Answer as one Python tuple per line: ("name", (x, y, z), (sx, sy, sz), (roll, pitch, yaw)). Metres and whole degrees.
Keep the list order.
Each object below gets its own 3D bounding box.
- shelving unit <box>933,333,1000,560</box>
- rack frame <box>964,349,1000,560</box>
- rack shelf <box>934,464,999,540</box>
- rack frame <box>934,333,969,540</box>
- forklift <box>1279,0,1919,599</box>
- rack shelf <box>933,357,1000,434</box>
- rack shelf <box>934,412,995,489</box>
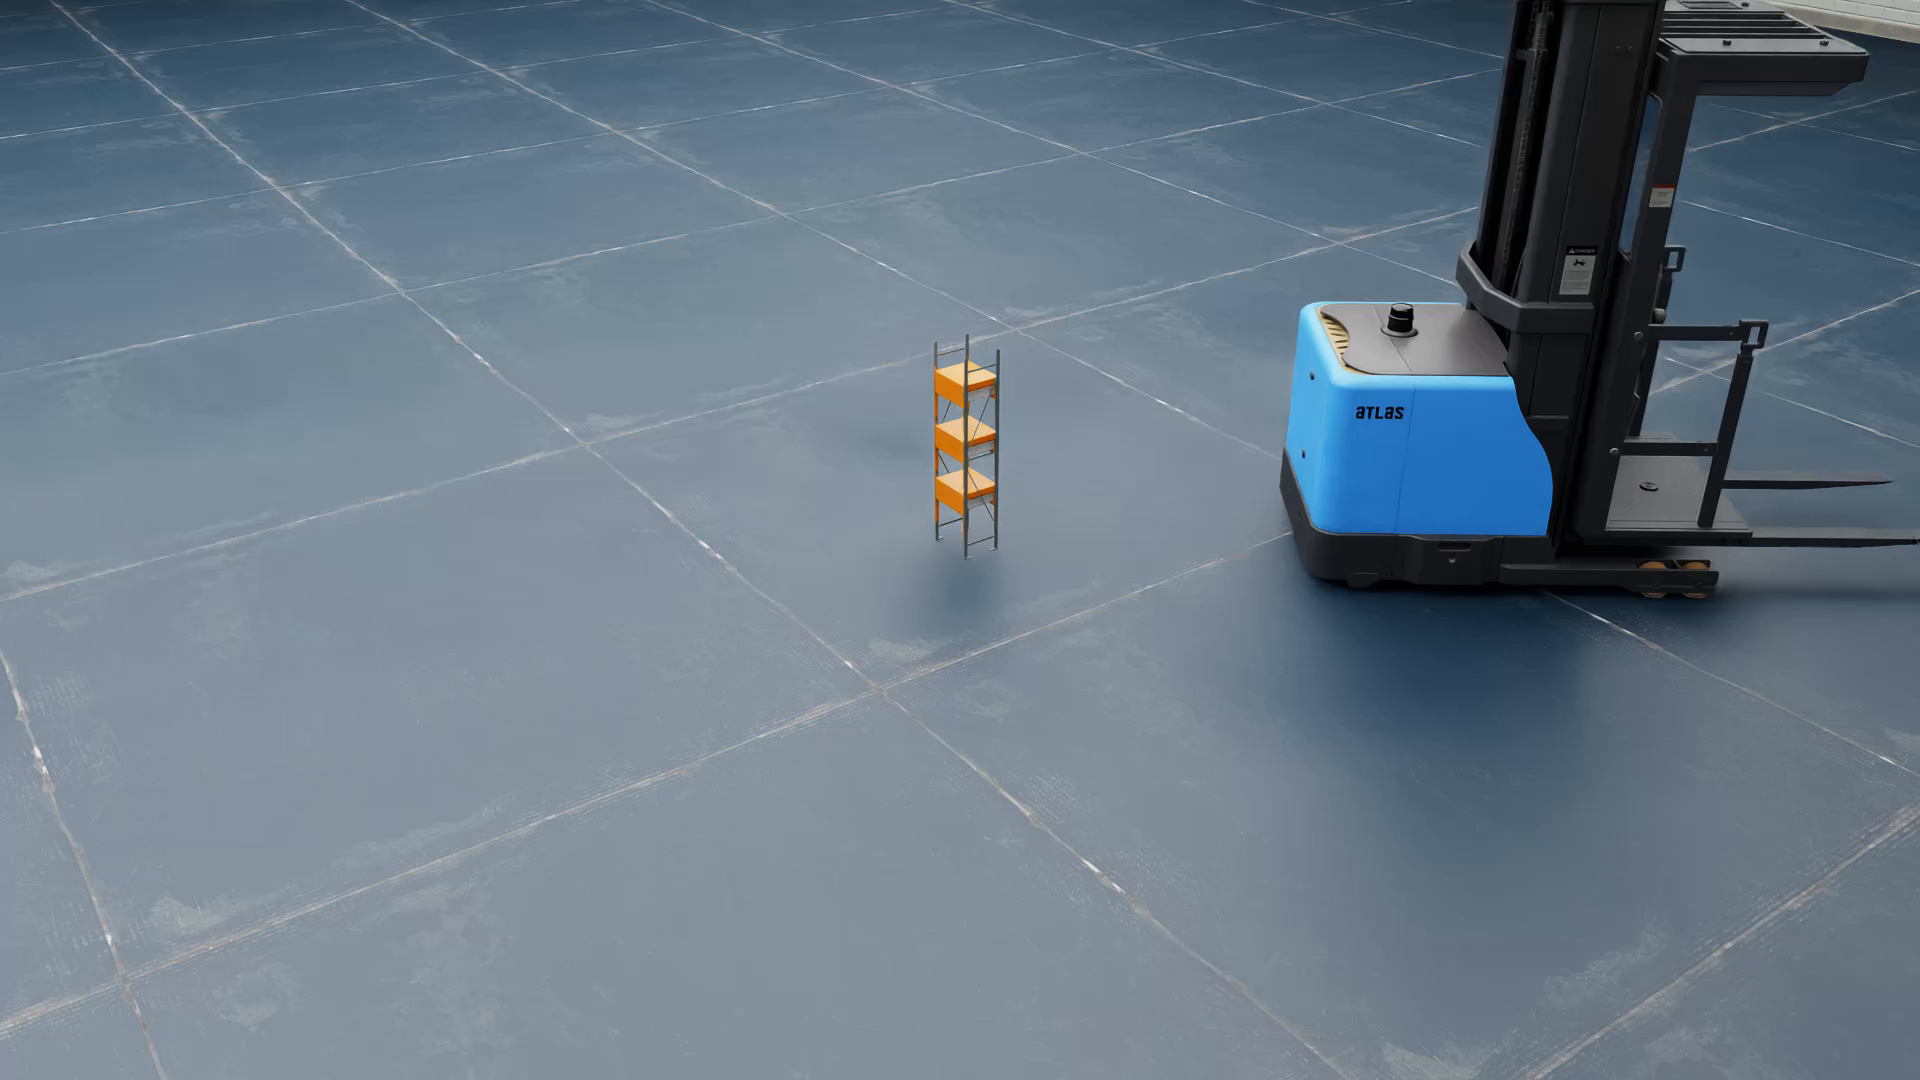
("shelving unit", (0.031, -0.441, 7.961), (0.215, 1.050, 0.252), (-19, 34, -31))
("rack frame", (0.102, -0.393, 7.874), (0.200, 1.050, 0.008), (-19, 34, -31))
("rack shelf", (0.031, -0.187, 8.099), (0.215, 0.259, 0.240), (-19, 34, -31))
("rack frame", (-0.040, -0.488, 8.048), (0.200, 1.050, 0.008), (-19, 34, -31))
("forklift", (3.155, -1.274, 7.524), (3.031, 2.935, 1.130), (1, 29, 1))
("rack shelf", (0.031, -0.681, 7.831), (0.215, 0.259, 0.240), (-19, 34, -31))
("rack shelf", (0.031, -0.431, 7.966), (0.215, 0.259, 0.240), (-19, 34, -31))
